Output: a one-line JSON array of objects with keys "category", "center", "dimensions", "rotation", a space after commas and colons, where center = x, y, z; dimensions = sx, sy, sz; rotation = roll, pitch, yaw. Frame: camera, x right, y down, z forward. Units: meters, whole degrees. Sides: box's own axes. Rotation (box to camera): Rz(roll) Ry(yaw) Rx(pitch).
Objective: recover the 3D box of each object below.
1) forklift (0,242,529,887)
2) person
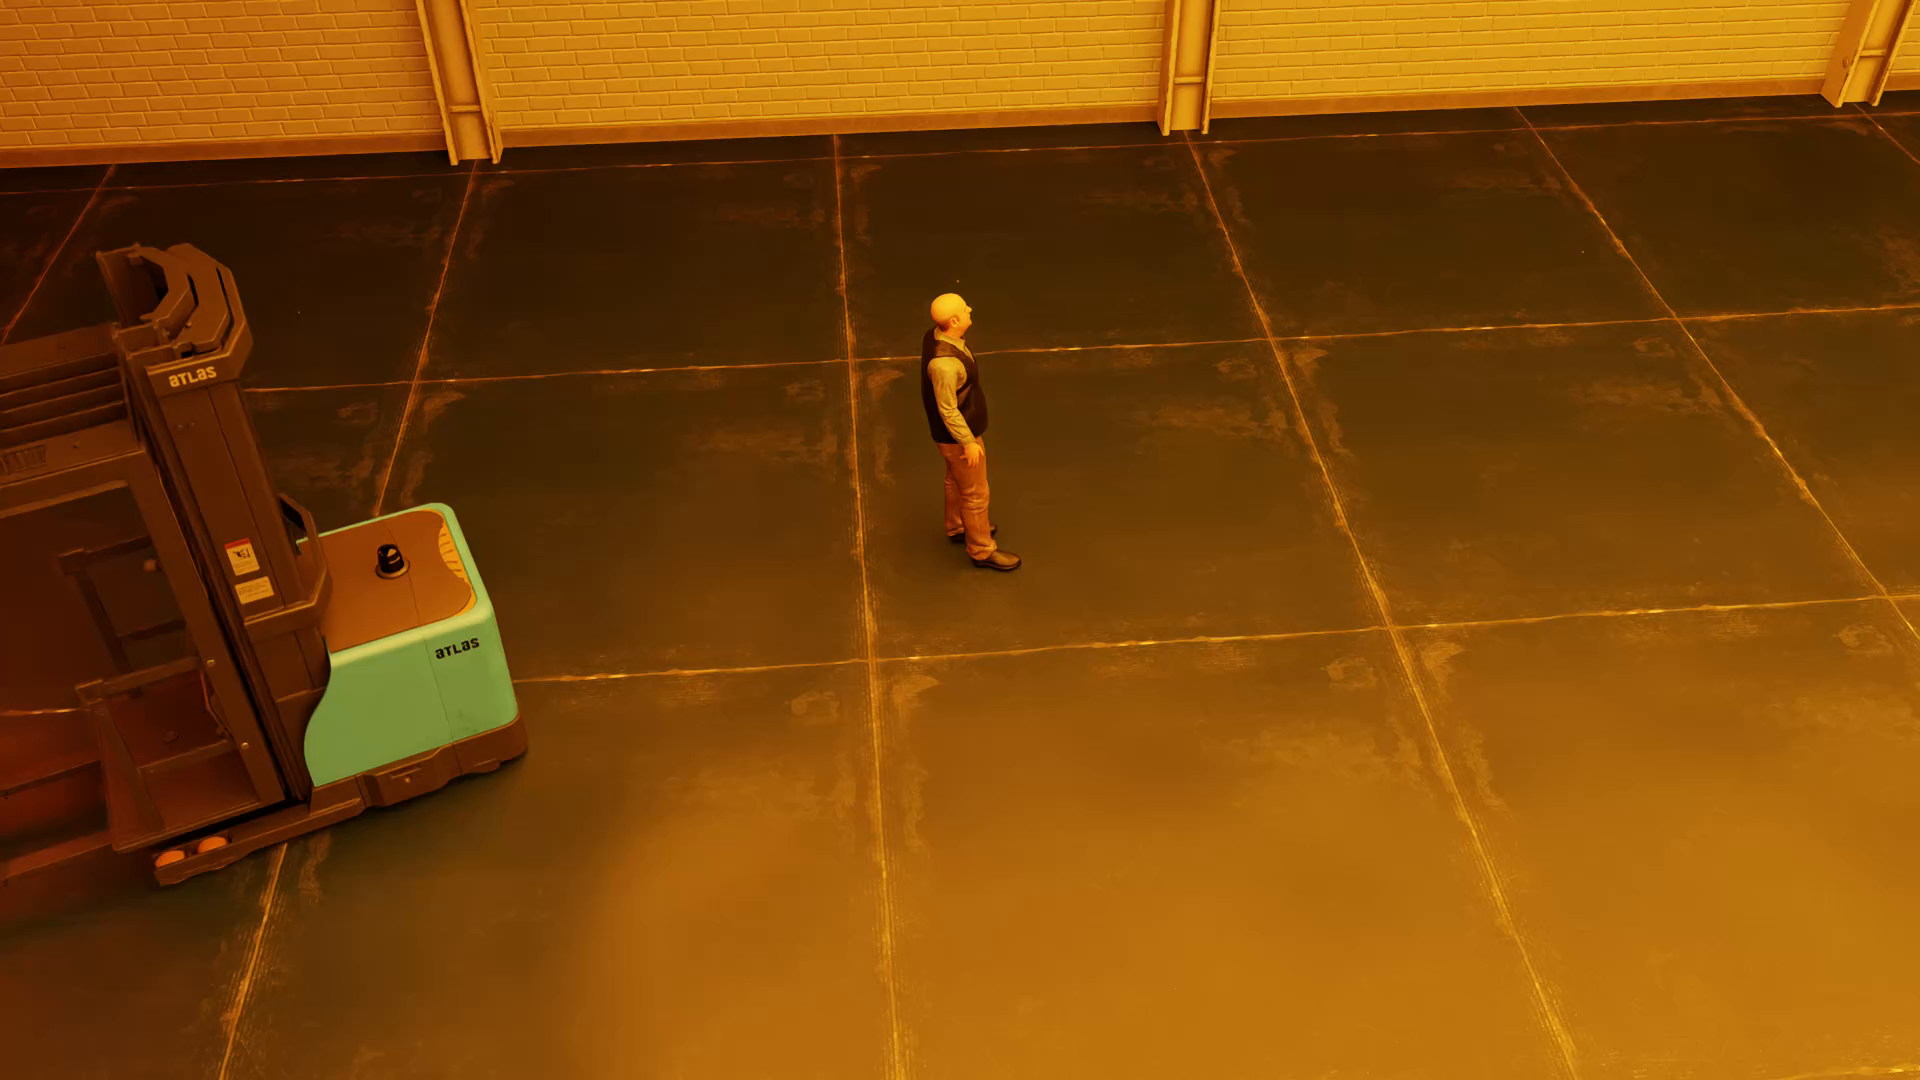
[{"category": "forklift", "center": [-3.842, 0.187, 7.719], "dimensions": [3.031, 2.935, 1.130], "rotation": [-18, 44, -20]}, {"category": "person", "center": [0.062, -0.658, 9.626], "dimensions": [0.568, 1.720, 0.632], "rotation": [-3, 41, -4]}]
